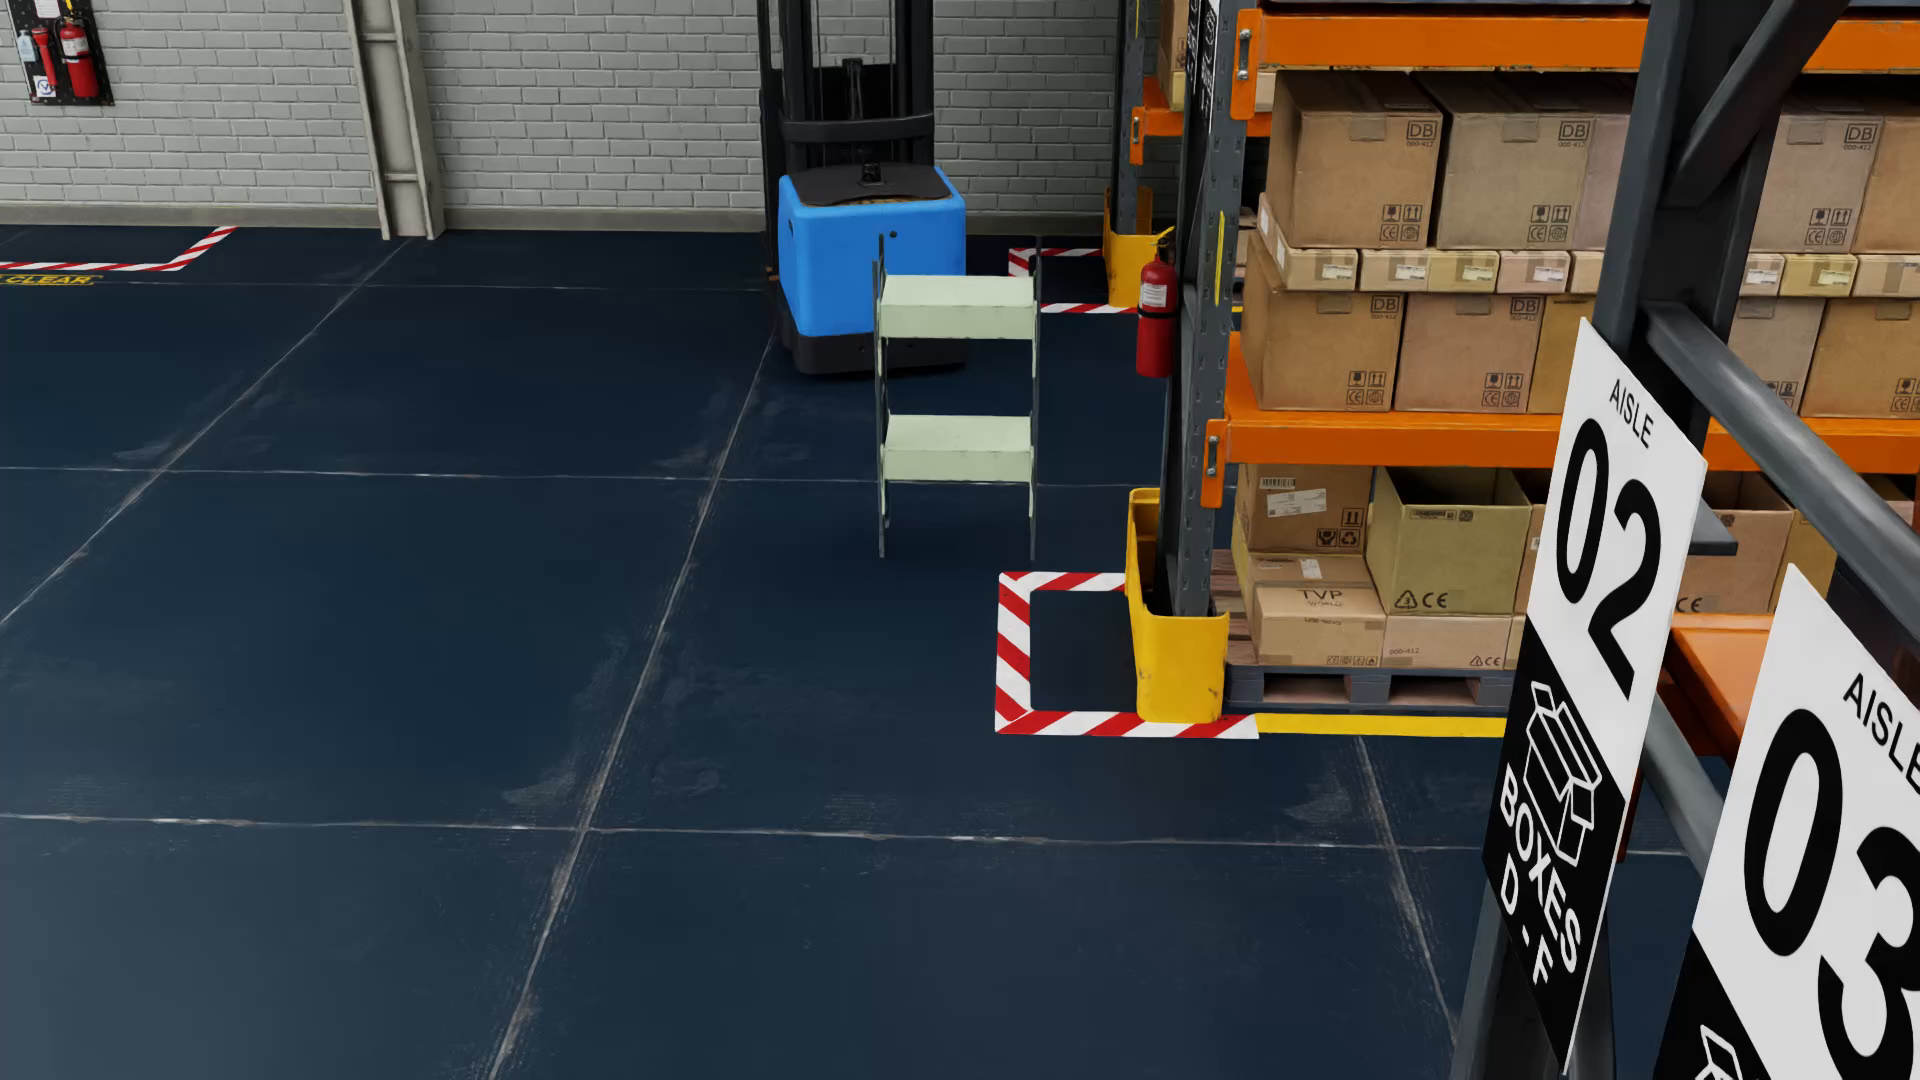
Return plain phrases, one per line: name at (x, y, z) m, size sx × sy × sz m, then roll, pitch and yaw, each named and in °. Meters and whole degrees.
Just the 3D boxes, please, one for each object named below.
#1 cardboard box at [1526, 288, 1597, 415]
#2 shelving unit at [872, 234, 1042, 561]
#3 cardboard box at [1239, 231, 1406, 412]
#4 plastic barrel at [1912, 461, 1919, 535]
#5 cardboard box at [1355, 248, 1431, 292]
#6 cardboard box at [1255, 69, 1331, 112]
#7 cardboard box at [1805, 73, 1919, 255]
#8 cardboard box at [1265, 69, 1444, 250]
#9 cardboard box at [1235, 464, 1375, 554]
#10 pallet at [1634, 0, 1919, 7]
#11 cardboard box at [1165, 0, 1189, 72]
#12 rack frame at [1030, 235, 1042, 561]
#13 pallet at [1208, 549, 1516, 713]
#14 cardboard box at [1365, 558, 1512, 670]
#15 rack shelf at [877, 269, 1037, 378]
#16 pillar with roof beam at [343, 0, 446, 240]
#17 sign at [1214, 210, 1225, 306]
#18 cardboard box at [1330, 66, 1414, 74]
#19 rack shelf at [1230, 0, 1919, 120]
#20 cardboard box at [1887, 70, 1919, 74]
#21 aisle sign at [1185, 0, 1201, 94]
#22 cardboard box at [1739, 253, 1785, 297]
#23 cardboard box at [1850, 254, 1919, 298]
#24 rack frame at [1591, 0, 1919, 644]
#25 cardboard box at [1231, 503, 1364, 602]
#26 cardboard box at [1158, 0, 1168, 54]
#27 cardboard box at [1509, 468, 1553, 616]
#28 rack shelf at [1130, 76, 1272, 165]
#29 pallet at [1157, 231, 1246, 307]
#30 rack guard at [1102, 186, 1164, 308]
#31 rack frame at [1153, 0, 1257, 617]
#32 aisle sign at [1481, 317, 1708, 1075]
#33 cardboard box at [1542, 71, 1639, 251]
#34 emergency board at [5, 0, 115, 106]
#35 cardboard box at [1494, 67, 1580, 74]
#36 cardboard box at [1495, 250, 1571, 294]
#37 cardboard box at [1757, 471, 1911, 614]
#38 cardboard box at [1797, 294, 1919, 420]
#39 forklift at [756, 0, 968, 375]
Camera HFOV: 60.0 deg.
cardboard box at (2.438, -0.859, 6.562) m, size 0.500 × 0.500 × 0.700 m, roll 1°, pitch 28°, yaw 2°
shelving unit at (-0.007, -0.663, 7.899) m, size 0.755 × 1.500 × 0.431 m, roll 1°, pitch 28°, yaw 2°
cardboard box at (1.417, -0.877, 6.595) m, size 0.500 × 0.500 × 0.700 m, roll 1°, pitch 28°, yaw 2°
plastic barrel at (1.262, -0.280, 1.466) m, size 0.708 × 0.830 × 0.600 m, roll 1°, pitch 28°, yaw 2°
cardboard box at (1.599, -1.067, 6.260) m, size 0.250 × 0.149 × 0.380 m, roll 0°, pitch 28°, yaw 0°
cardboard box at (2.118, -2.949, 10.749) m, size 0.500 × 0.250 × 0.500 m, roll 0°, pitch 28°, yaw 0°
cardboard box at (3.499, -1.418, 6.231) m, size 0.500 × 0.500 × 0.700 m, roll 1°, pitch 28°, yaw 2°
cardboard box at (1.470, -1.449, 6.289) m, size 0.500 × 0.500 × 0.700 m, roll 1°, pitch 28°, yaw 2°
cardboard box at (1.497, -0.279, 7.260) m, size 0.500 × 0.500 × 0.500 m, roll 1°, pitch 28°, yaw 2°
pallet at (2.879, -2.090, 5.882) m, size 1.213 × 0.211 × 1.003 m, roll 1°, pitch 28°, yaw 2°
cardboard box at (1.588, -3.290, 10.593) m, size 0.500 × 0.500 × 0.500 m, roll 1°, pitch 28°, yaw 2°
rack frame at (0.359, -0.657, 7.888) m, size 0.023 × 1.500 × 0.400 m, roll 1°, pitch 28°, yaw 2°
pallet at (1.716, 0.379, 7.310) m, size 1.213 × 0.211 × 1.003 m, roll 1°, pitch 28°, yaw 2°
cardboard box at (1.978, 0.303, 6.964) m, size 0.500 × 0.250 × 0.500 m, roll 1°, pitch 28°, yaw 2°
rack shelf at (-0.007, -1.008, 7.716) m, size 0.720 × 0.370 × 0.431 m, roll 1°, pitch 28°, yaw 2°
pillar with roof beam at (-4.296, -4.293, 6.741) m, size 0.400 × 9.000 × 9.100 m, roll 1°, pitch 28°, yaw 2°
sign at (0.925, -1.004, 5.933) m, size 0.005 × 0.325 × 0.100 m, roll 1°, pitch 28°, yaw 2°
cardboard box at (2.598, -3.266, 10.547) m, size 0.500 × 0.500 × 0.500 m, roll 0°, pitch 28°, yaw 0°
rack shelf at (2.949, -1.821, 6.047) m, size 4.000 × 0.370 × 1.077 m, roll 1°, pitch 28°, yaw 2°
cardboard box at (6.185, -3.301, 10.697) m, size 0.500 × 0.500 × 0.700 m, roll 4°, pitch 28°, yaw 7°
aisle sign at (0.895, -2.133, 6.296) m, size 0.004 × 0.787 × 0.394 m, roll 1°, pitch 28°, yaw 2°
cardboard box at (2.871, -1.044, 6.217) m, size 0.250 × 0.149 × 0.380 m, roll 1°, pitch 28°, yaw 2°
cardboard box at (3.400, -1.037, 6.204) m, size 0.250 × 0.149 × 0.380 m, roll 2°, pitch 28°, yaw 3°
rack frame at (0.772, -1.178, 0.865) m, size 0.127 × 3.000 × 1.000 m, roll 1°, pitch 28°, yaw 2°
cardboard box at (1.497, 0.054, 7.434) m, size 0.500 × 0.250 × 0.500 m, roll 1°, pitch 28°, yaw 2°
cardboard box at (1.600, -3.531, 11.046) m, size 0.500 × 0.500 × 0.500 m, roll 1°, pitch 28°, yaw 1°
cardboard box at (2.479, -0.026, 6.783) m, size 0.500 × 0.500 × 0.500 m, roll 1°, pitch 28°, yaw 2°
rack shelf at (3.120, -2.814, 11.124) m, size 4.000 × 0.370 × 1.077 m, roll 1°, pitch 28°, yaw 2°
pallet at (2.008, -1.902, 11.612) m, size 1.213 × 0.211 × 1.003 m, roll 1°, pitch 28°, yaw 2°
rack guard at (1.198, -2.059, 11.601) m, size 0.348 × 0.500 × 1.175 m, roll 1°, pitch 28°, yaw 2°
rack frame at (0.951, -0.846, 6.644) m, size 0.127 × 3.000 × 1.000 m, roll 1°, pitch 28°, yaw 2°
aisle sign at (0.711, 0.183, 1.926) m, size 0.004 × 0.787 × 0.394 m, roll 1°, pitch 28°, yaw 2°
cardboard box at (2.499, -1.435, 6.262) m, size 0.500 × 0.500 × 0.700 m, roll 1°, pitch 28°, yaw 2°
emergency board at (-6.613, -3.716, 12.058) m, size 0.643 × 1.169 × 0.194 m, roll 1°, pitch 28°, yaw 2°
cardboard box at (3.634, -3.255, 10.525) m, size 0.500 × 0.500 × 0.500 m, roll 0°, pitch 28°, yaw 0°
cardboard box at (2.100, -1.057, 6.241) m, size 0.250 × 0.149 × 0.380 m, roll 1°, pitch 28°, yaw 1°
cardboard box at (3.478, -0.008, 6.749) m, size 0.500 × 0.500 × 0.500 m, roll 1°, pitch 28°, yaw 2°
cardboard box at (3.476, -0.845, 6.534) m, size 0.500 × 0.500 × 0.700 m, roll 1°, pitch 28°, yaw 3°
forklift at (-0.760, -2.958, 10.700) m, size 1.130 × 2.935 × 3.031 m, roll -6°, pitch 28°, yaw -11°
